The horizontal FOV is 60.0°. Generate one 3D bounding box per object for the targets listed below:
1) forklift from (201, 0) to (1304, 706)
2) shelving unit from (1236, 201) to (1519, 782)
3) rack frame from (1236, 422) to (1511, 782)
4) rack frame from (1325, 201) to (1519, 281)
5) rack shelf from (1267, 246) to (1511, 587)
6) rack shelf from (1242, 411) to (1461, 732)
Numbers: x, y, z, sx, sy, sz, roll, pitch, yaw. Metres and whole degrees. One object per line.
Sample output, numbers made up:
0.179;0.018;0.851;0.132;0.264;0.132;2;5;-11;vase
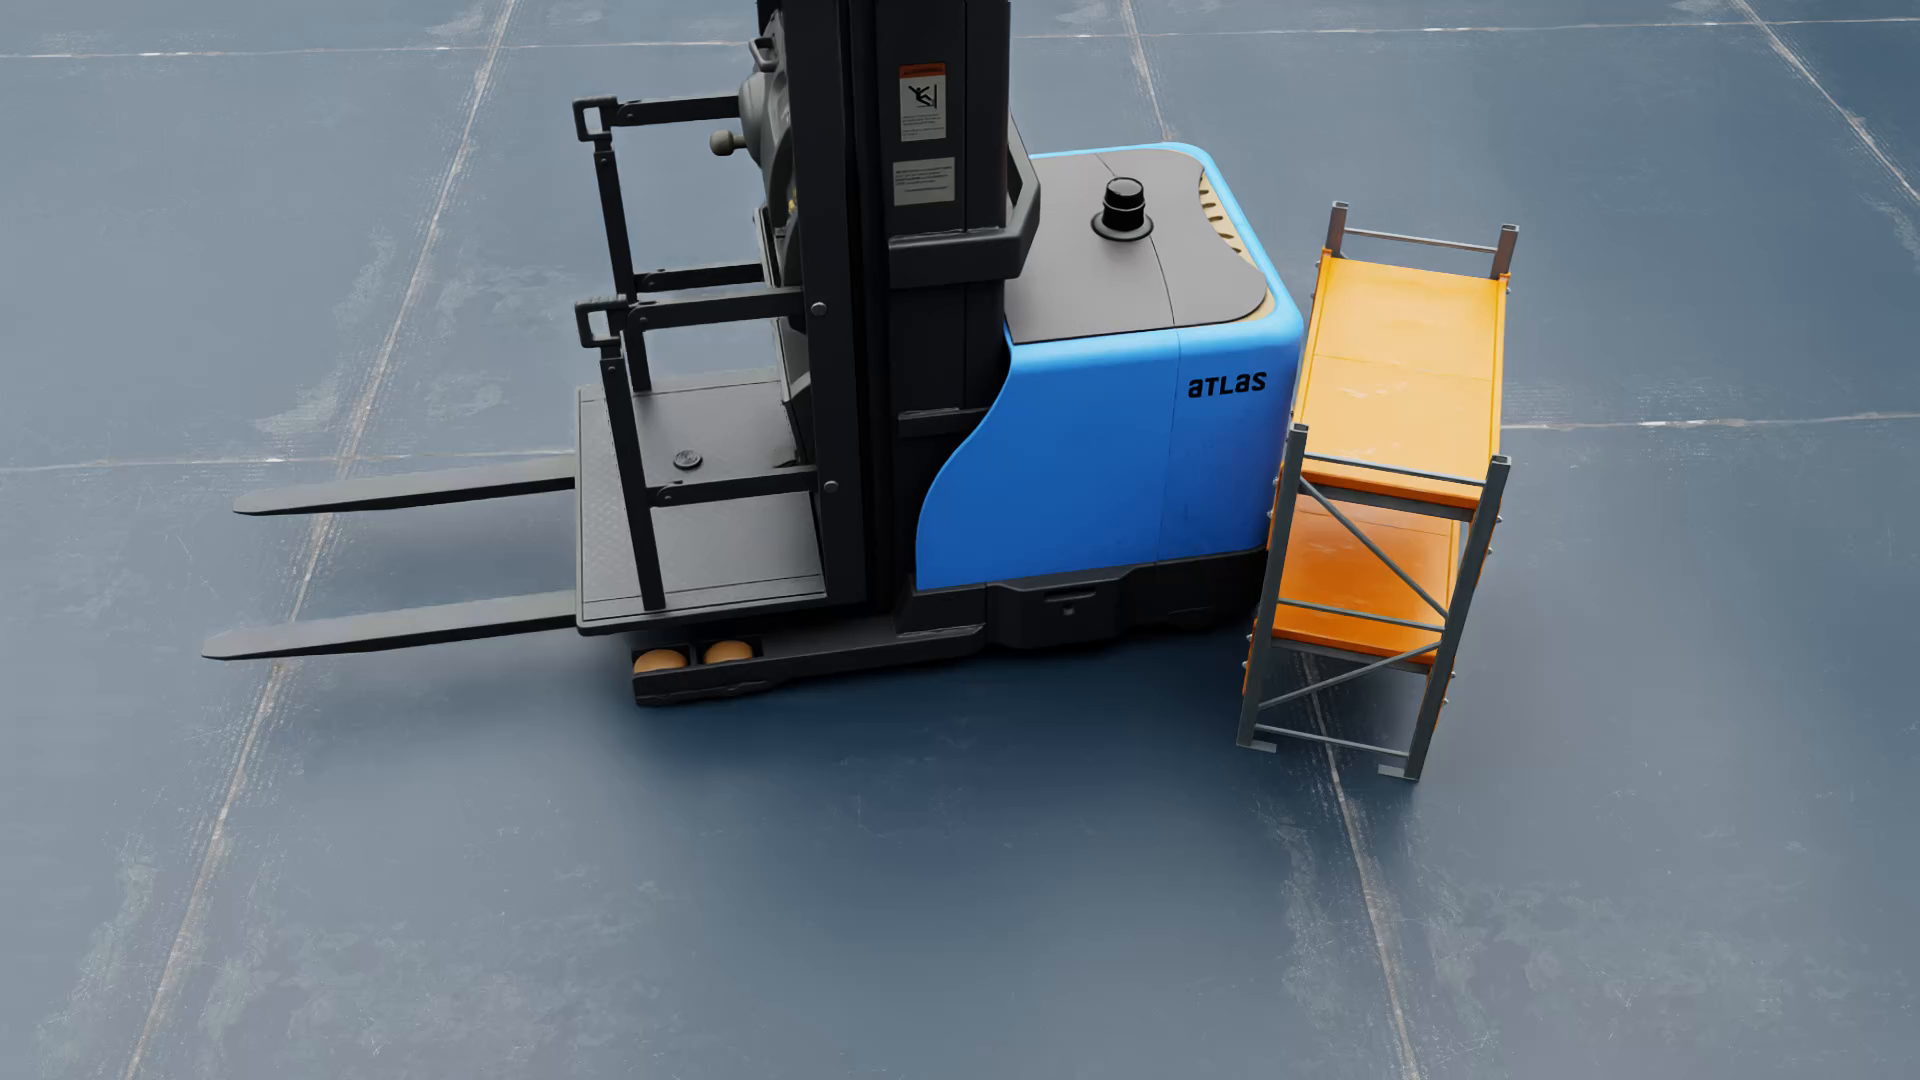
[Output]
-0.655;-0.997;4.168;3.031;2.935;1.130;-7;43;-7;forklift
1.143;-0.141;4.571;0.538;1.125;1.048;10;43;11;shelving unit
1.012;0.191;4.209;0.500;1.125;0.032;10;43;11;rack frame
1.273;-0.473;4.933;0.500;1.125;0.032;10;43;11;rack frame
1.143;-0.356;4.373;0.538;0.278;1.000;10;43;11;rack shelf
1.143;0.040;4.736;0.538;0.278;1.000;10;43;11;rack shelf
